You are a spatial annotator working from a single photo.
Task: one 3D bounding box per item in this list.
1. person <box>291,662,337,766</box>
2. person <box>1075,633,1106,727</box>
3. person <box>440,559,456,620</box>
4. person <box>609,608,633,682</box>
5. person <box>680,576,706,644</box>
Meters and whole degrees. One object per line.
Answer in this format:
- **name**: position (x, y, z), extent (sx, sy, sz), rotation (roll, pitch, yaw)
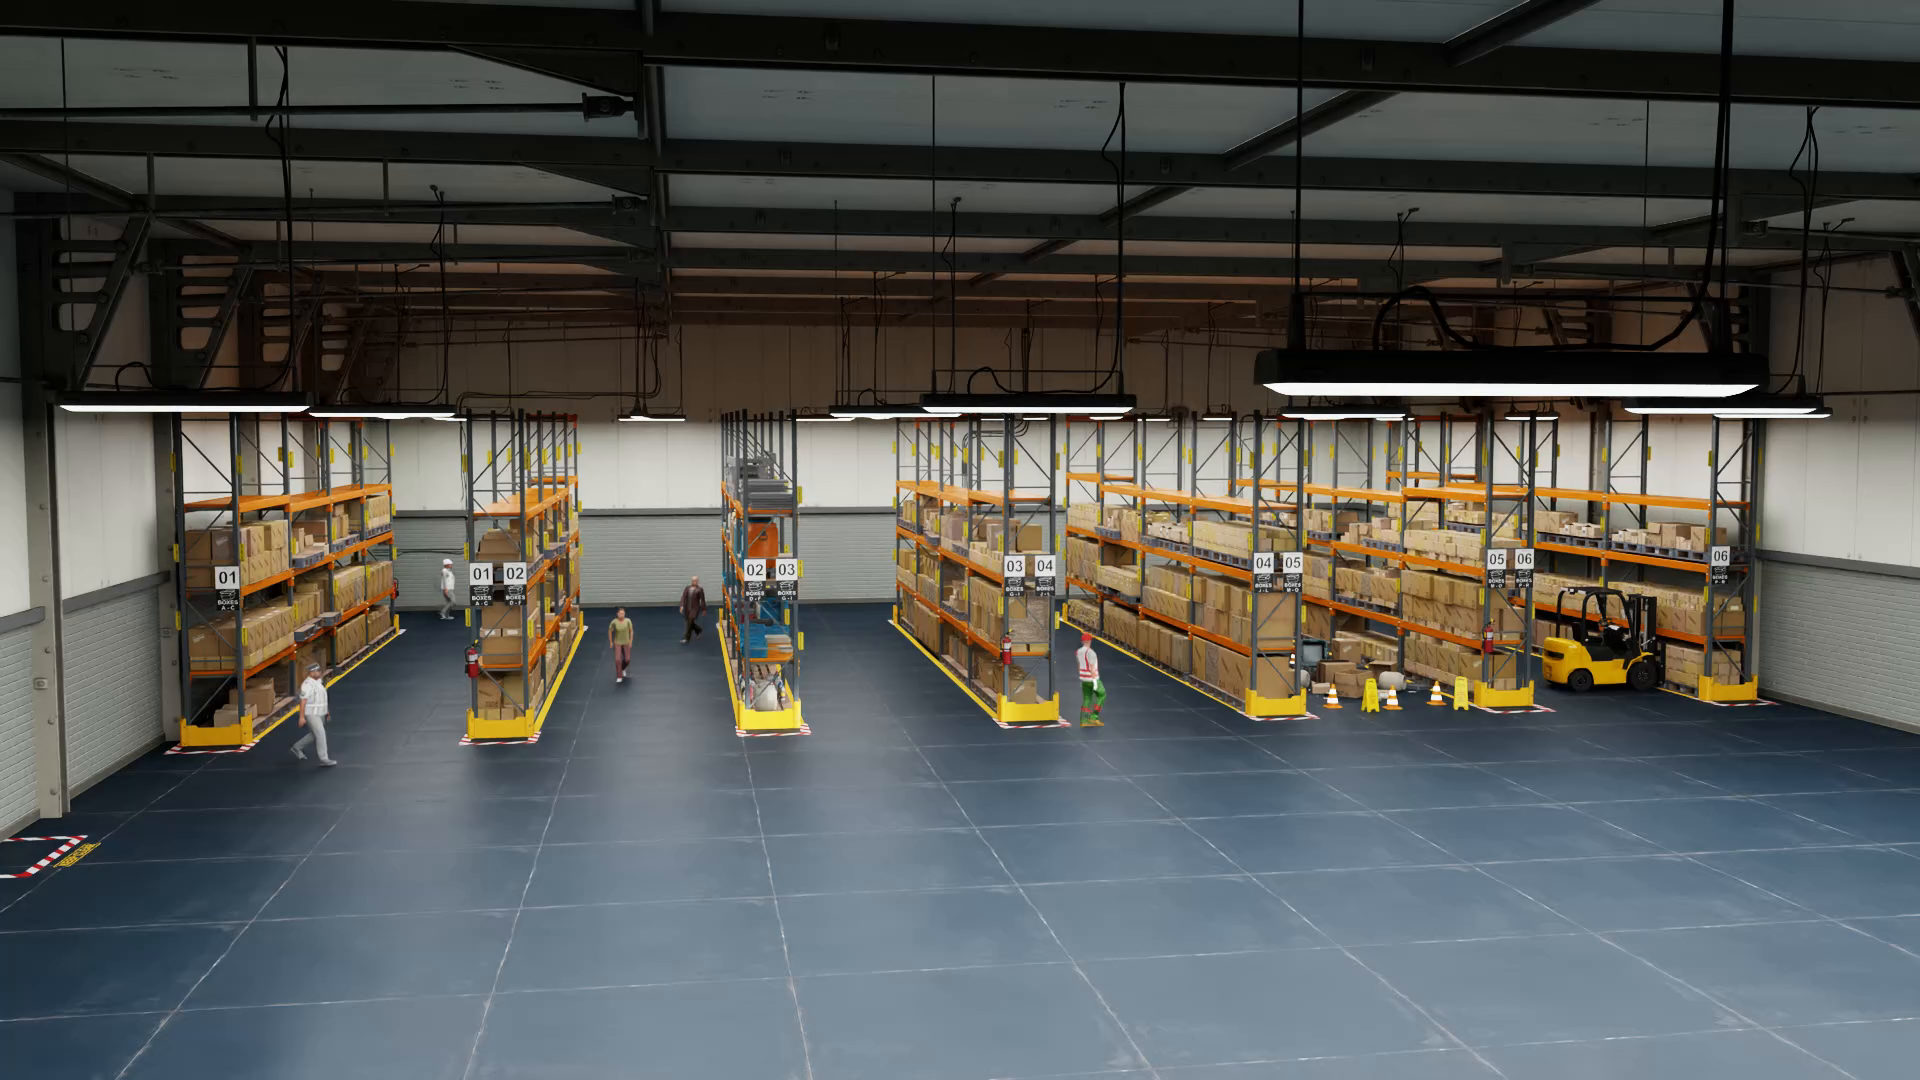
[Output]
- **person**: position (-10.867, 2.898, 27.887), extent (0.968, 1.735, 0.588), rotation (1, 4, 14)
- **person**: position (2.466, 2.638, 31.397), extent (0.466, 1.783, 0.590), rotation (-3, 5, -37)
- **person**: position (-14.948, 1.438, 48.499), extent (0.461, 1.770, 0.563), rotation (-1, 4, -14)
- **person**: position (-7.578, 2.318, 37.139), extent (0.535, 1.654, 0.640), rotation (-1, 4, -17)
- **person**: position (-6.938, 1.815, 43.482), extent (0.611, 1.745, 0.934), rotation (2, 4, 25)
